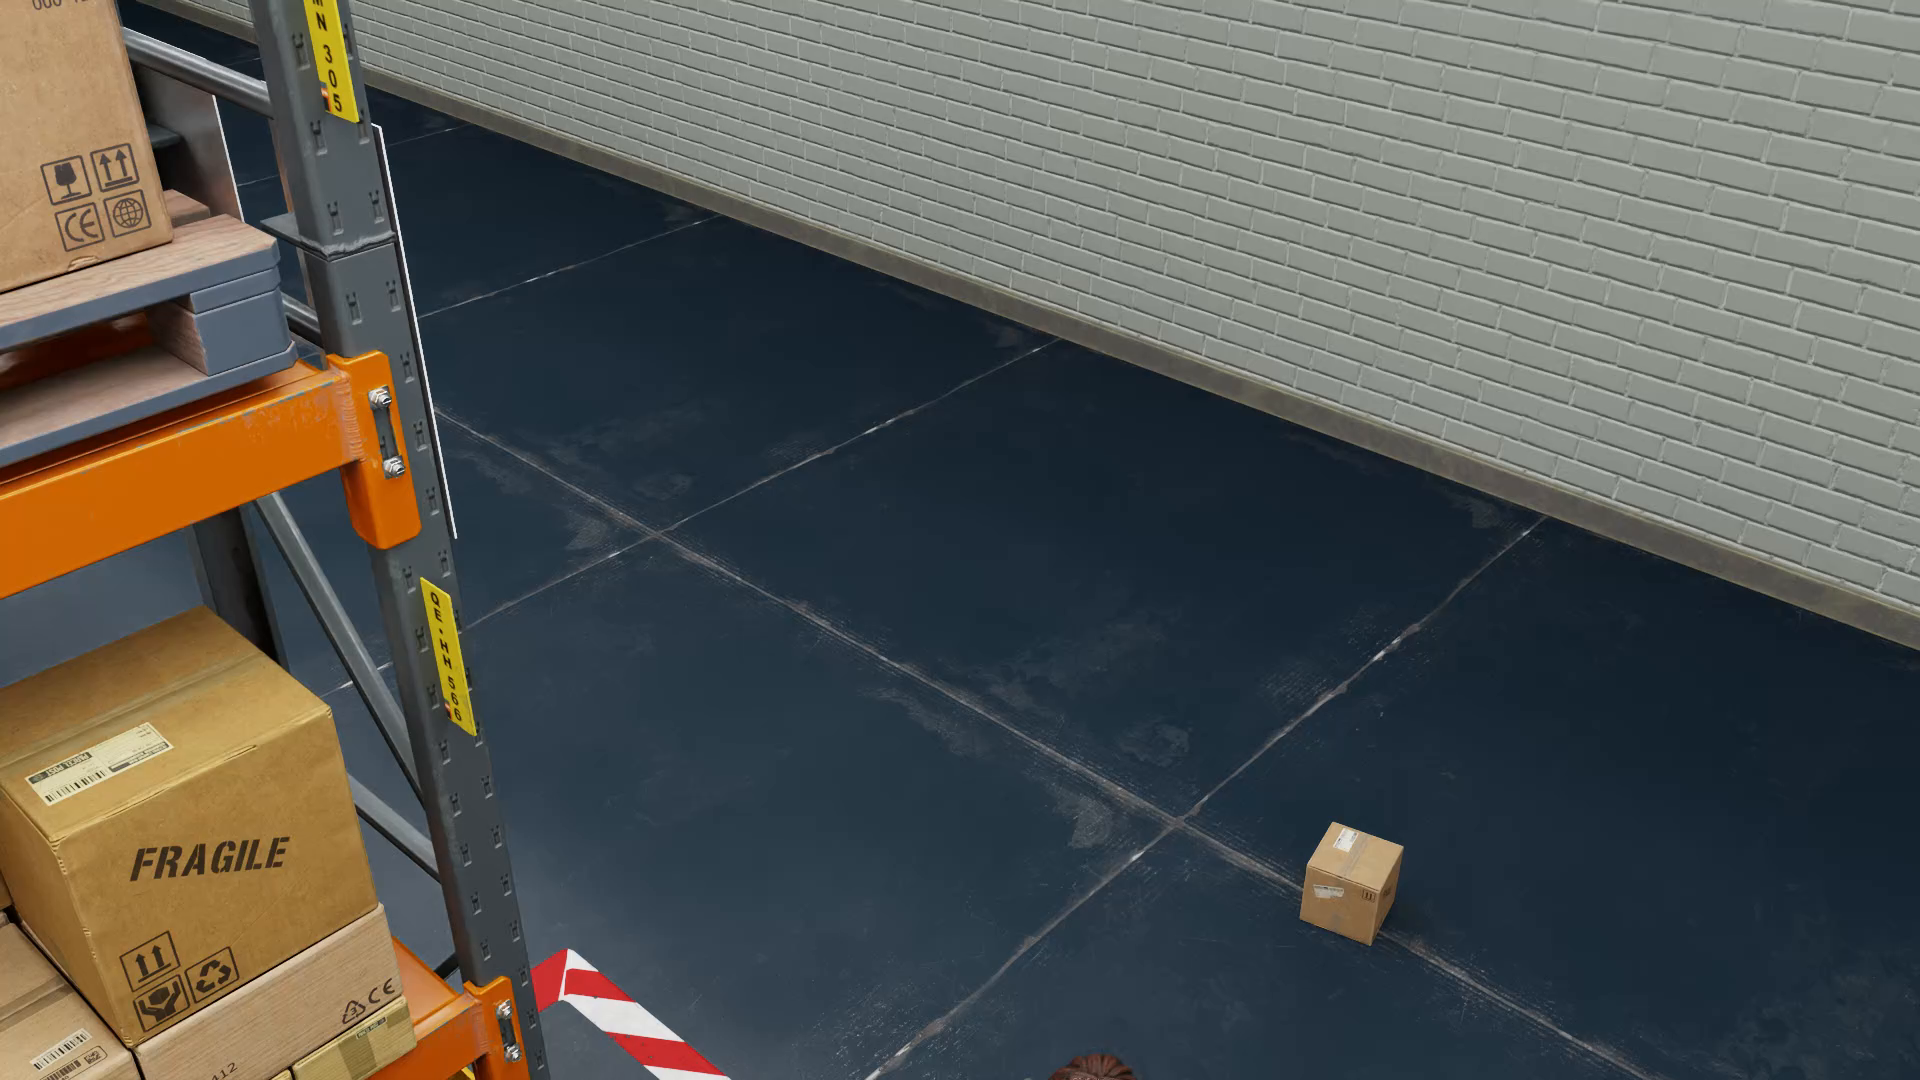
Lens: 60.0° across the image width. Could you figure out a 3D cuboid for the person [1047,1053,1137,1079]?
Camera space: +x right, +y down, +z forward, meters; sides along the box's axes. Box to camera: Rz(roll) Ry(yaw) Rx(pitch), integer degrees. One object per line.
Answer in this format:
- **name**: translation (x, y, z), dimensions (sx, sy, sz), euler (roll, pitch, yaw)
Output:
- **person**: translation (0.222, 1.653, 3.420), dimensions (0.446, 1.645, 0.796), euler (12, 33, 18)
